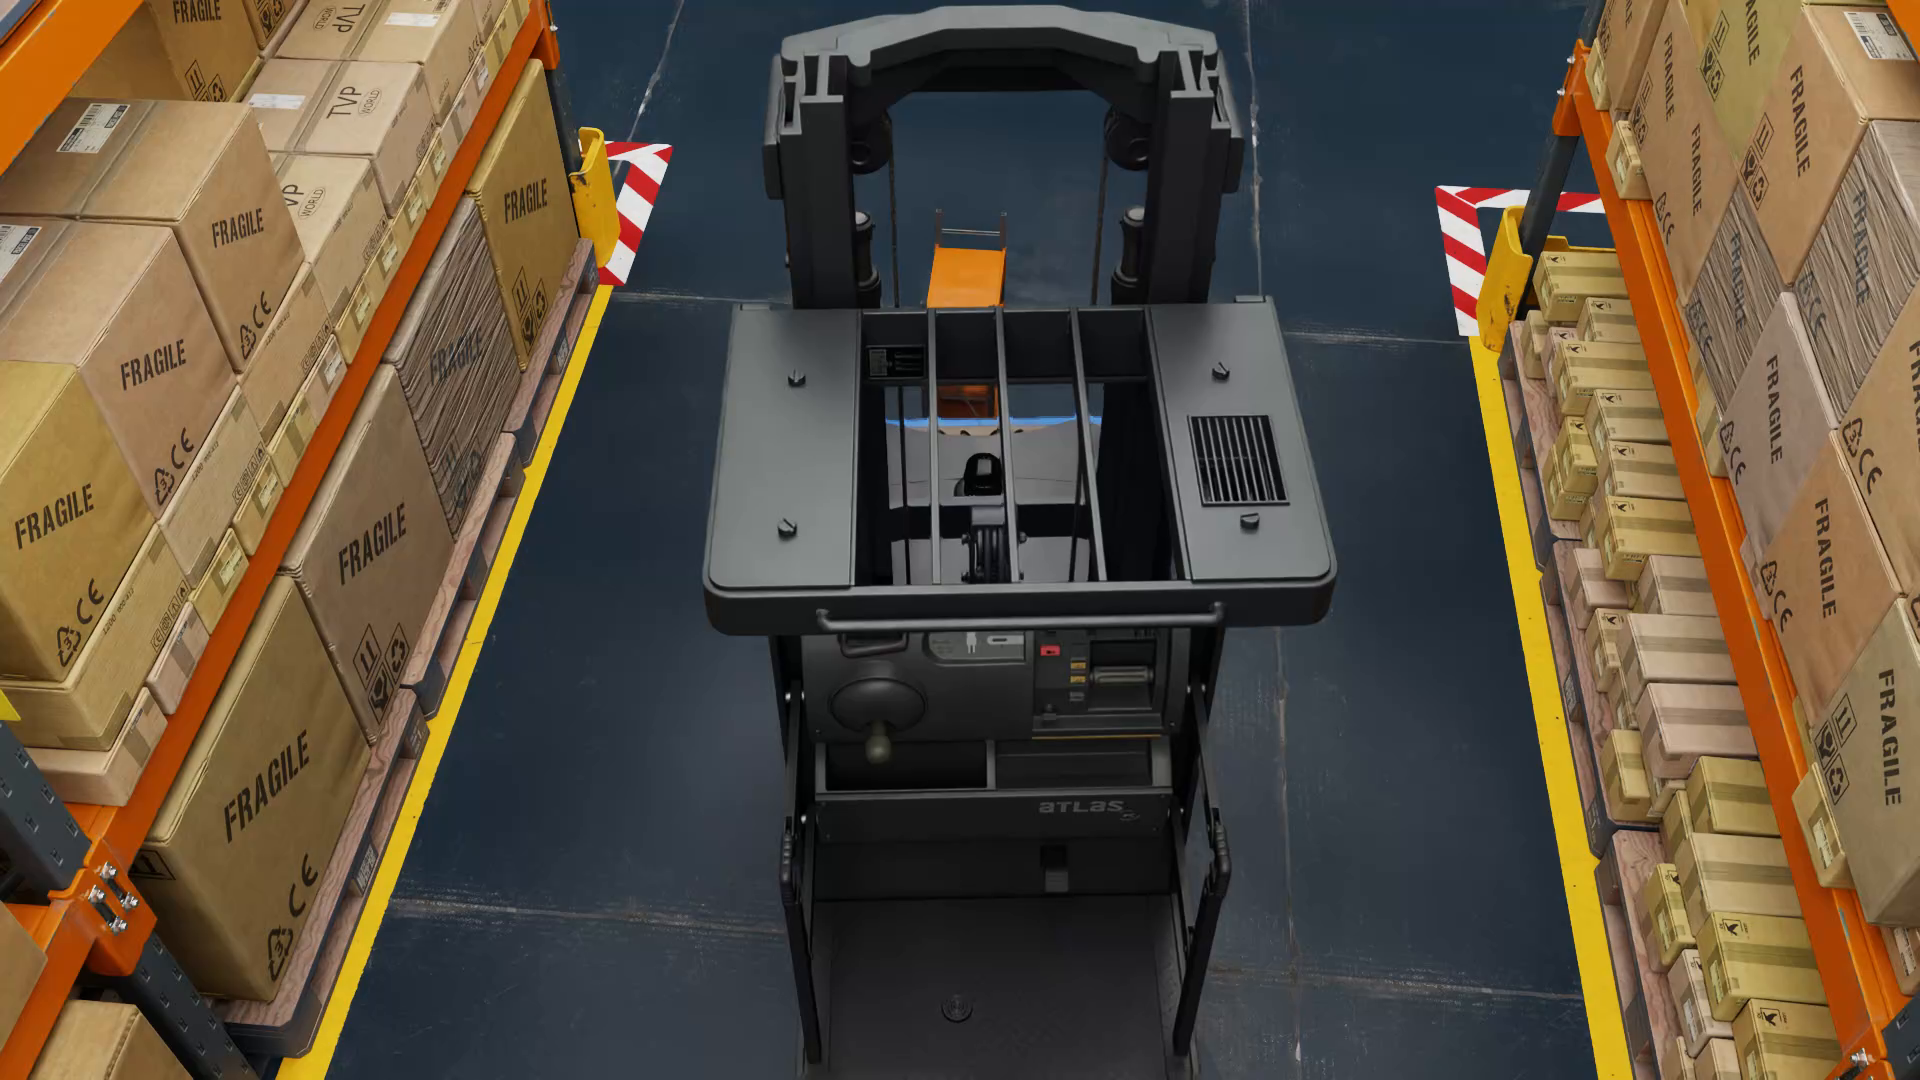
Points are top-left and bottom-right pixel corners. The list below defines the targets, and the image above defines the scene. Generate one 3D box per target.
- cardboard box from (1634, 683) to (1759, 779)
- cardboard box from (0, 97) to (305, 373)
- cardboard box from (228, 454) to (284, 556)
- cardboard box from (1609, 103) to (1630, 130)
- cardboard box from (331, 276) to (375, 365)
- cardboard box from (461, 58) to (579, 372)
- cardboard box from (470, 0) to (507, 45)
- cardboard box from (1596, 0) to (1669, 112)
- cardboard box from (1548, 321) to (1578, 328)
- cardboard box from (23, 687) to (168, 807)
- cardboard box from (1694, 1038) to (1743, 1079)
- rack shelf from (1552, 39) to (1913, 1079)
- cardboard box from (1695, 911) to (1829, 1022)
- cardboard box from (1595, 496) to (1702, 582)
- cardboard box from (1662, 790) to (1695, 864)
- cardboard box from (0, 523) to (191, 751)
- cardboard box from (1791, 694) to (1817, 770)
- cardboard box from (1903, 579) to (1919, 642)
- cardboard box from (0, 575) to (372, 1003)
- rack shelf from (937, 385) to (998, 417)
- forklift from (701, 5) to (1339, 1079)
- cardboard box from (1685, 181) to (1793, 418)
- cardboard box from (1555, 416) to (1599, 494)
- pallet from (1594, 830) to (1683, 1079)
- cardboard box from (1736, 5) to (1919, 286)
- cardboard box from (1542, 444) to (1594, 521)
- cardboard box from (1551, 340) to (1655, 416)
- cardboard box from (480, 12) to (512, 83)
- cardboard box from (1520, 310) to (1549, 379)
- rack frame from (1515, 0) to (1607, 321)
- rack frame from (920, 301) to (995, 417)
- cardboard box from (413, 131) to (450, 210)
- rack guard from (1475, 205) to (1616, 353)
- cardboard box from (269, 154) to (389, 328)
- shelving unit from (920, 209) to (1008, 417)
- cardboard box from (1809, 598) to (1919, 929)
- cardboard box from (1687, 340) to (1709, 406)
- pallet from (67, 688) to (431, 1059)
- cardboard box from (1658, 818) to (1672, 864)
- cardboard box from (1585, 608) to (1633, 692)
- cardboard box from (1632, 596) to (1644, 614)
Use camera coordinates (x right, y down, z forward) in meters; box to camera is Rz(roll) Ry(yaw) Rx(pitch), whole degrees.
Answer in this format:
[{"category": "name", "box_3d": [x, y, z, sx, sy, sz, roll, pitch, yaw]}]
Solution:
[{"category": "cardboard box", "box_3d": [2.241, 0.571, 4.939, 0.380, 0.149, 0.250, 2, 48, 2]}, {"category": "cardboard box", "box_3d": [-2.102, -0.795, 4.336, 0.500, 0.500, 0.500, 3, 48, 2]}, {"category": "cardboard box", "box_3d": [-2.068, -0.103, 4.482, 0.380, 0.149, 0.250, 3, 48, 2]}, {"category": "cardboard box", "box_3d": [2.461, -1.454, 5.717, 0.380, 0.149, 0.250, 5, 48, 5]}, {"category": "cardboard box", "box_3d": [-1.997, -0.669, 4.999, 0.380, 0.149, 0.250, 3, 48, 2]}, {"category": "cardboard box", "box_3d": [-2.109, -1.301, 6.563, 0.875, 0.875, 0.875, 4, 48, 4]}, {"category": "cardboard box", "box_3d": [-1.911, -2.028, 5.972, 0.500, 0.250, 0.500, 3, 48, 3]}, {"category": "cardboard box", "box_3d": [2.483, -1.767, 5.564, 0.500, 0.500, 0.500, 6, 48, 5]}, {"category": "cardboard box", "box_3d": [2.496, -0.857, 6.447, 0.380, 0.149, 0.250, 6, 48, 5]}, {"category": "cardboard box", "box_3d": [-2.137, 0.477, 3.951, 0.380, 0.149, 0.250, 4, 48, 4]}, {"category": "cardboard box", "box_3d": [2.147, 1.462, 4.326, 0.380, 0.149, 0.250, 5, 48, 4]}, {"category": "rack shelf", "box_3d": [2.617, -0.232, 4.917, 1.077, 0.370, 4.000, 4, 48, 4]}, {"category": "cardboard box", "box_3d": [2.192, 1.145, 4.414, 0.380, 0.149, 0.250, 4, 48, 4]}, {"category": "cardboard box", "box_3d": [2.313, 0.006, 5.456, 0.380, 0.149, 0.250, 5, 48, 4]}, {"category": "cardboard box", "box_3d": [2.287, 0.887, 4.852, 0.380, 0.149, 0.250, 4, 48, 4]}, {"category": "cardboard box", "box_3d": [-2.192, 0.210, 3.926, 0.500, 0.250, 0.500, 3, 48, 3]}, {"category": "cardboard box", "box_3d": [2.227, 0.465, 3.962, 0.380, 0.149, 0.250, 6, 48, 5]}, {"category": "cardboard box", "box_3d": [2.208, 0.160, 3.124, 0.500, 0.500, 0.500, 2, 48, 2]}, {"category": "cardboard box", "box_3d": [-2.355, 0.683, 4.748, 0.875, 0.875, 0.875, 4, 48, 4]}, {"category": "rack shelf", "box_3d": [0.015, -0.481, 5.968, 0.258, 0.148, 0.480, 4, 48, 4]}, {"category": "forklift", "box_3d": [0.094, 0.438, 3.863, 1.130, 2.935, 3.031, -1, 48, -1]}, {"category": "cardboard box", "box_3d": [2.362, -0.638, 4.532, 0.500, 0.500, 0.500, 3, 48, 3]}, {"category": "cardboard box", "box_3d": [2.349, -0.292, 5.930, 0.380, 0.149, 0.250, 5, 48, 5]}, {"category": "pallet", "box_3d": [2.461, 1.440, 4.790, 1.003, 0.211, 1.213, 4, 48, 4]}, {"category": "cardboard box", "box_3d": [2.342, -0.977, 4.164, 0.500, 0.500, 0.500, 3, 48, 2]}, {"category": "cardboard box", "box_3d": [2.342, -0.199, 6.047, 0.380, 0.149, 0.250, 4, 48, 4]}, {"category": "cardboard box", "box_3d": [2.357, -0.575, 5.988, 0.380, 0.149, 0.250, 4, 48, 3]}, {"category": "cardboard box", "box_3d": [-1.857, -1.793, 6.027, 0.380, 0.149, 0.250, 4, 48, 4]}, {"category": "cardboard box", "box_3d": [2.433, -0.761, 6.560, 0.380, 0.149, 0.250, 5, 48, 4]}, {"category": "rack frame", "box_3d": [2.799, -1.944, 5.996, 1.000, 3.000, 0.127, 4, 48, 4]}, {"category": "rack frame", "box_3d": [-0.007, -0.347, 5.755, 0.240, 1.200, 0.015, 4, 48, 4]}, {"category": "cardboard box", "box_3d": [-1.927, -1.233, 5.515, 0.380, 0.149, 0.250, 3, 48, 3]}, {"category": "rack guard", "box_3d": [2.792, -1.045, 6.867, 1.175, 0.500, 0.348, 4, 48, 4]}, {"category": "cardboard box", "box_3d": [-2.047, -0.898, 4.939, 0.500, 0.250, 0.500, 4, 48, 4]}, {"category": "shelving unit", "box_3d": [0.015, -0.527, 5.919, 0.258, 1.200, 0.503, 4, 48, 4]}, {"category": "cardboard box", "box_3d": [2.198, 0.486, 3.503, 0.500, 0.500, 0.500, 4, 48, 4]}, {"category": "cardboard box", "box_3d": [2.352, -0.494, 4.839, 0.380, 0.149, 0.250, 5, 48, 5]}, {"category": "pallet", "box_3d": [-2.348, 0.975, 5.216, 1.003, 0.211, 1.213, 4, 48, 4]}, {"category": "cardboard box", "box_3d": [2.343, 0.935, 5.009, 0.380, 0.149, 0.250, 3, 48, 3]}, {"category": "cardboard box", "box_3d": [2.305, 0.377, 5.520, 0.380, 0.149, 0.250, 4, 48, 4]}, {"category": "cardboard box", "box_3d": [2.402, 0.309, 5.380, 0.380, 0.149, 0.250, 6, 48, 5]}]
